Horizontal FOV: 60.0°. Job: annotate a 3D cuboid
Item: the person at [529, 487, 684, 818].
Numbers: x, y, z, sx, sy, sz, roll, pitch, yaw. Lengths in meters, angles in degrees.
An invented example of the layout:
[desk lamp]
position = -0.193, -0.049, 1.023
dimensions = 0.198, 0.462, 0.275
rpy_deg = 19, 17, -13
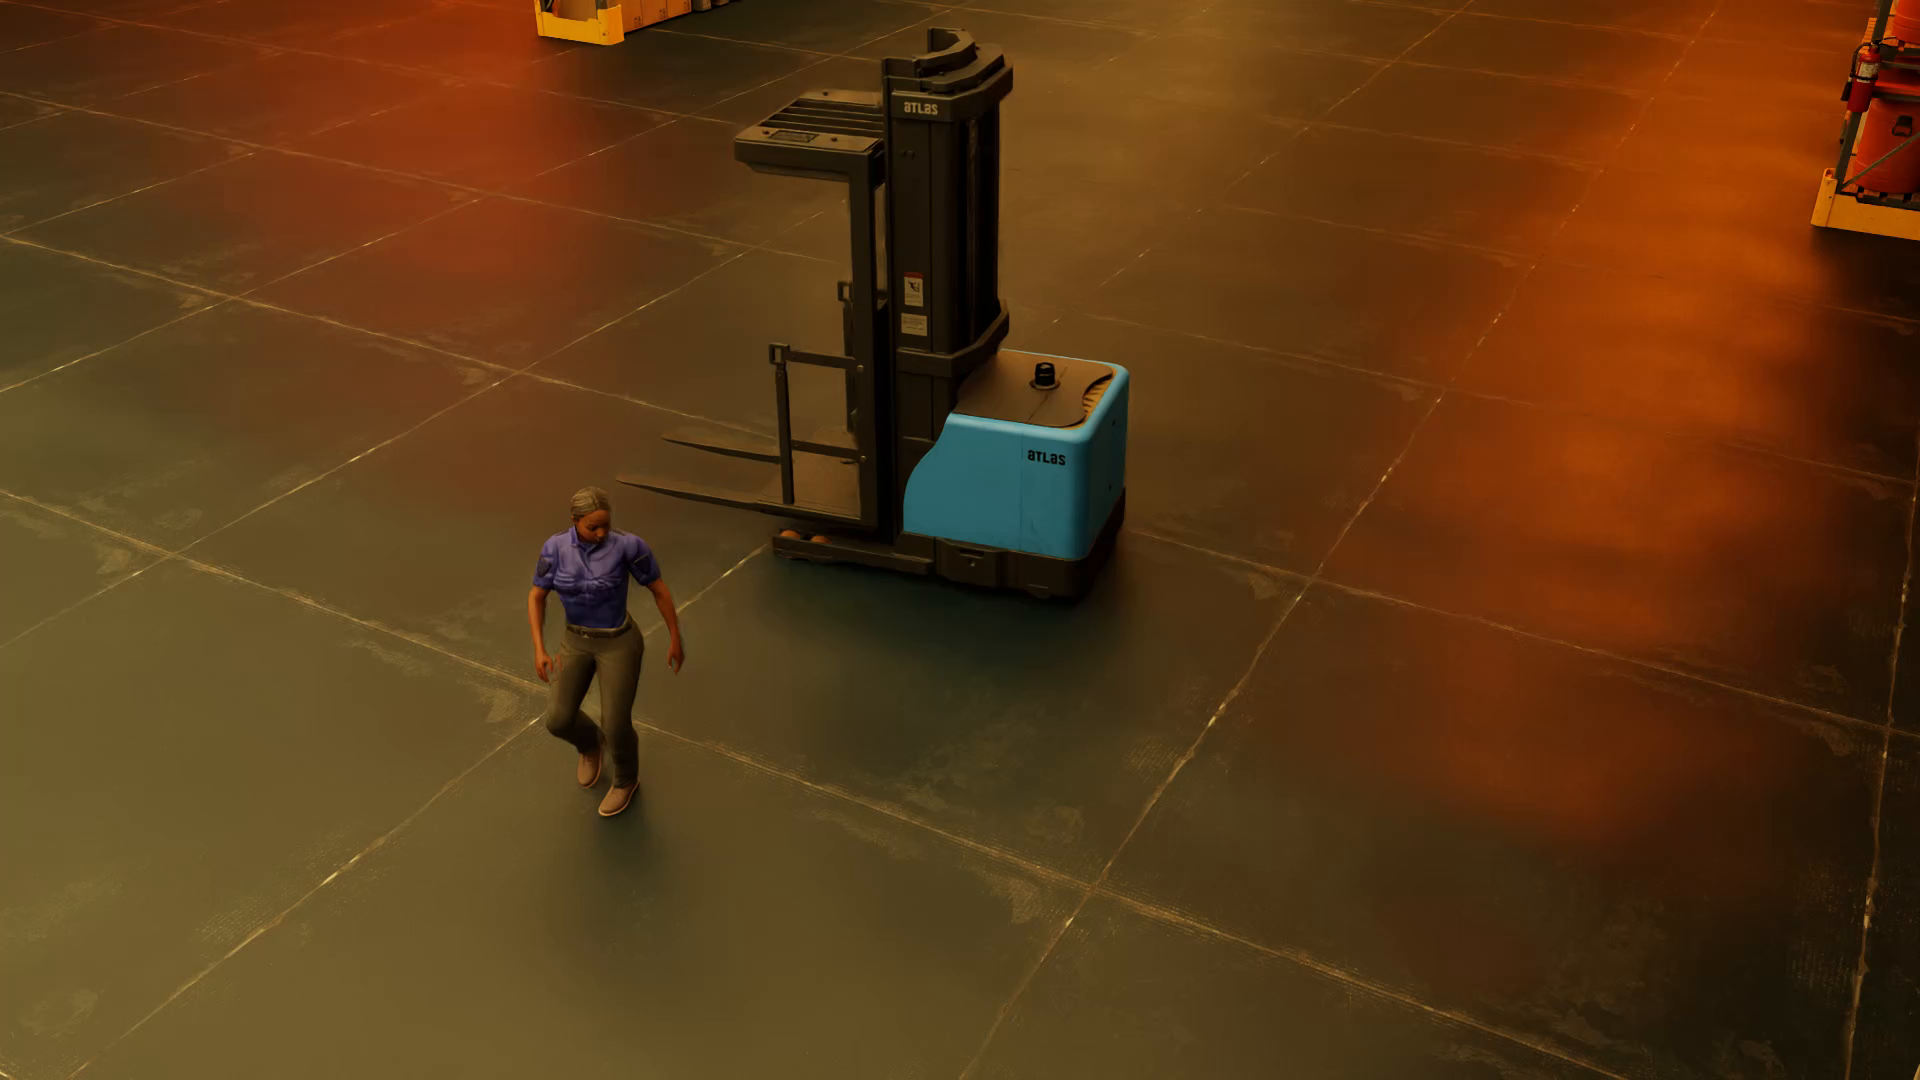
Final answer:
[person]
position = -1.590, 0.509, 7.507
dimensions = 0.685, 1.626, 0.444
rpy_deg = 7, 31, 11

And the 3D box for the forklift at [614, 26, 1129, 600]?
[forklift]
position = -0.584, -1.364, 9.434
dimensions = 3.031, 2.935, 1.130
rpy_deg = 10, 31, 16
